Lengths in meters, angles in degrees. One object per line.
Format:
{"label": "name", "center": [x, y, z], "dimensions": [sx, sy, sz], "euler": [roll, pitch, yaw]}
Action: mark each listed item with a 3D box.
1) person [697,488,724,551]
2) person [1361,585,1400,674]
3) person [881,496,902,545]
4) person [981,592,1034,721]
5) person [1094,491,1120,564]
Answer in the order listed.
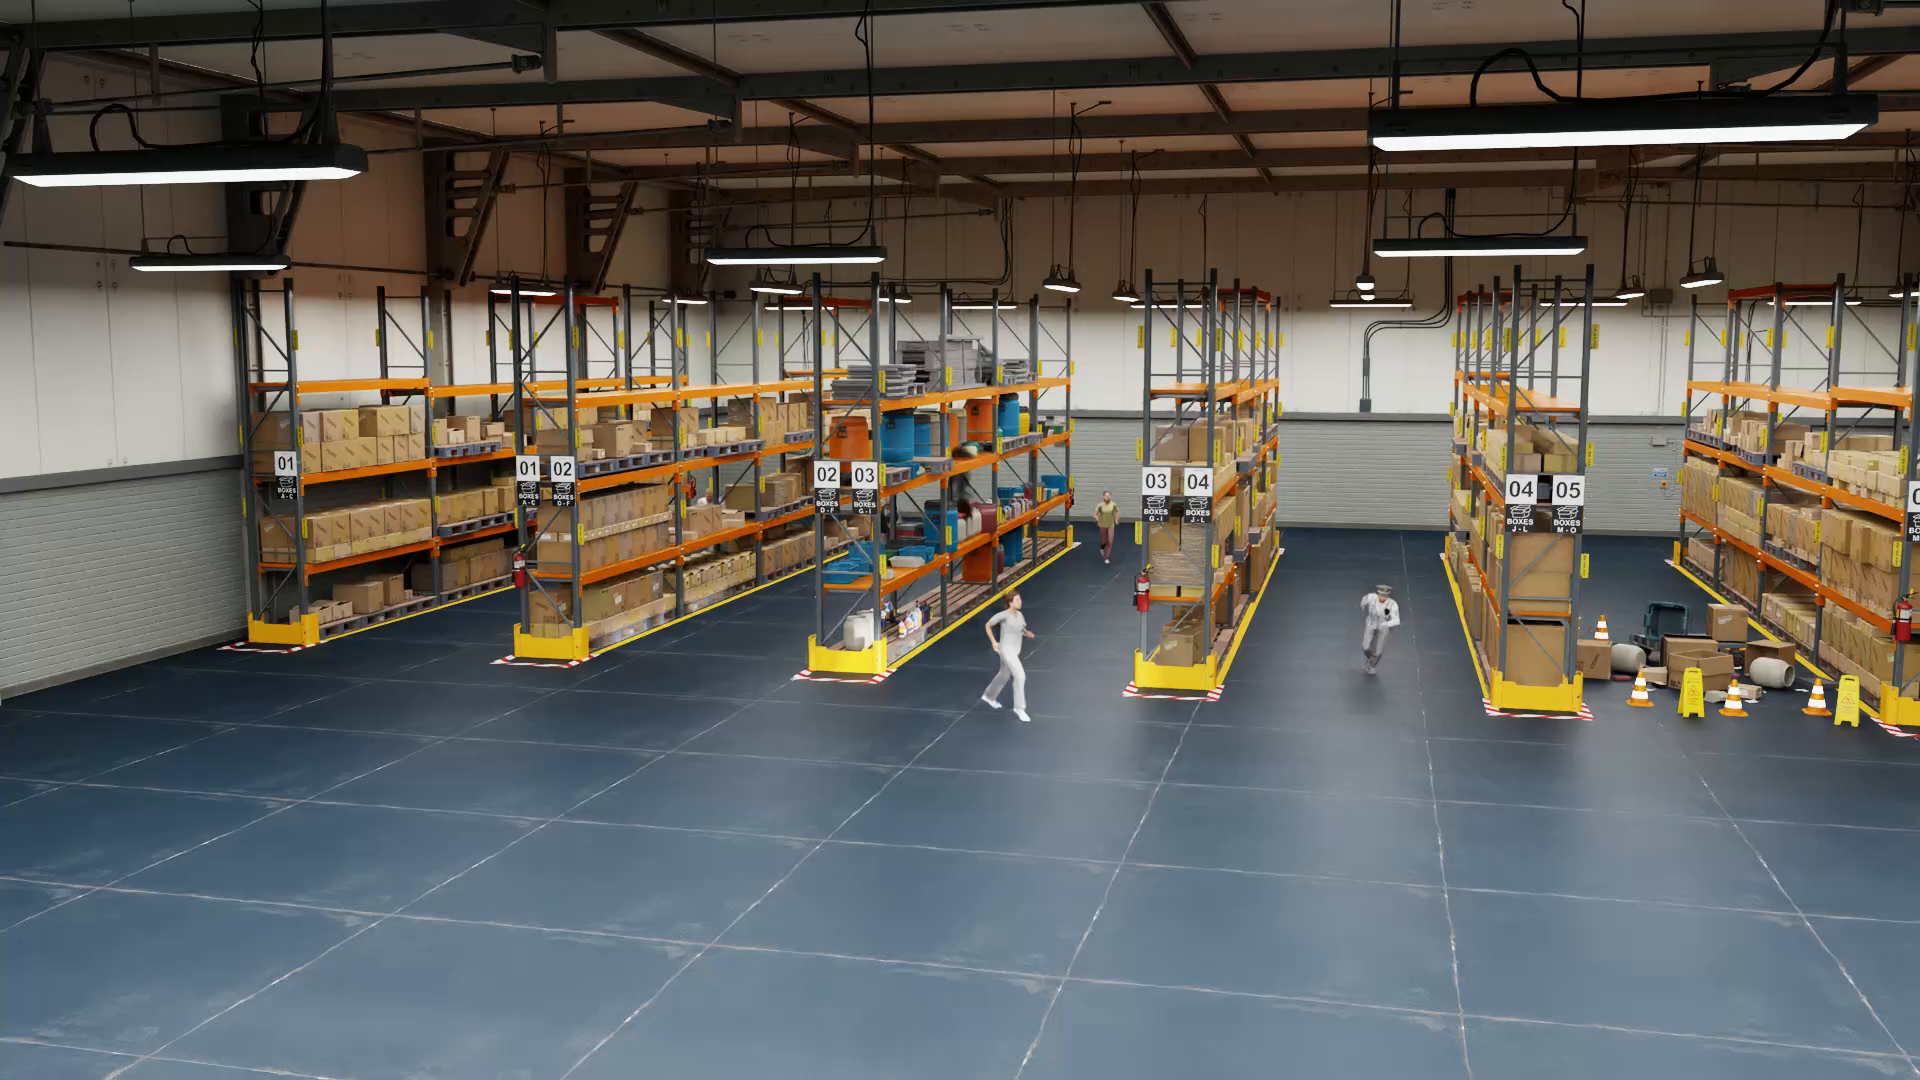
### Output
{"label": "person", "center": [-5.614, -0.341, 37.457], "dimensions": [0.719, 1.684, 0.705], "euler": [0, 7, 2]}
{"label": "person", "center": [6.218, 1.334, 24.656], "dimensions": [0.577, 1.431, 0.951], "euler": [2, 7, 15]}
{"label": "person", "center": [-1.566, -0.141, 35.792], "dimensions": [0.646, 1.682, 0.648], "euler": [1, 7, 7]}
{"label": "person", "center": [0.599, 1.529, 22.156], "dimensions": [0.868, 1.706, 0.600], "euler": [5, 9, 36]}
{"label": "person", "center": [3.324, -0.306, 37.648], "dimensions": [0.593, 1.632, 0.764], "euler": [0, 7, -1]}
